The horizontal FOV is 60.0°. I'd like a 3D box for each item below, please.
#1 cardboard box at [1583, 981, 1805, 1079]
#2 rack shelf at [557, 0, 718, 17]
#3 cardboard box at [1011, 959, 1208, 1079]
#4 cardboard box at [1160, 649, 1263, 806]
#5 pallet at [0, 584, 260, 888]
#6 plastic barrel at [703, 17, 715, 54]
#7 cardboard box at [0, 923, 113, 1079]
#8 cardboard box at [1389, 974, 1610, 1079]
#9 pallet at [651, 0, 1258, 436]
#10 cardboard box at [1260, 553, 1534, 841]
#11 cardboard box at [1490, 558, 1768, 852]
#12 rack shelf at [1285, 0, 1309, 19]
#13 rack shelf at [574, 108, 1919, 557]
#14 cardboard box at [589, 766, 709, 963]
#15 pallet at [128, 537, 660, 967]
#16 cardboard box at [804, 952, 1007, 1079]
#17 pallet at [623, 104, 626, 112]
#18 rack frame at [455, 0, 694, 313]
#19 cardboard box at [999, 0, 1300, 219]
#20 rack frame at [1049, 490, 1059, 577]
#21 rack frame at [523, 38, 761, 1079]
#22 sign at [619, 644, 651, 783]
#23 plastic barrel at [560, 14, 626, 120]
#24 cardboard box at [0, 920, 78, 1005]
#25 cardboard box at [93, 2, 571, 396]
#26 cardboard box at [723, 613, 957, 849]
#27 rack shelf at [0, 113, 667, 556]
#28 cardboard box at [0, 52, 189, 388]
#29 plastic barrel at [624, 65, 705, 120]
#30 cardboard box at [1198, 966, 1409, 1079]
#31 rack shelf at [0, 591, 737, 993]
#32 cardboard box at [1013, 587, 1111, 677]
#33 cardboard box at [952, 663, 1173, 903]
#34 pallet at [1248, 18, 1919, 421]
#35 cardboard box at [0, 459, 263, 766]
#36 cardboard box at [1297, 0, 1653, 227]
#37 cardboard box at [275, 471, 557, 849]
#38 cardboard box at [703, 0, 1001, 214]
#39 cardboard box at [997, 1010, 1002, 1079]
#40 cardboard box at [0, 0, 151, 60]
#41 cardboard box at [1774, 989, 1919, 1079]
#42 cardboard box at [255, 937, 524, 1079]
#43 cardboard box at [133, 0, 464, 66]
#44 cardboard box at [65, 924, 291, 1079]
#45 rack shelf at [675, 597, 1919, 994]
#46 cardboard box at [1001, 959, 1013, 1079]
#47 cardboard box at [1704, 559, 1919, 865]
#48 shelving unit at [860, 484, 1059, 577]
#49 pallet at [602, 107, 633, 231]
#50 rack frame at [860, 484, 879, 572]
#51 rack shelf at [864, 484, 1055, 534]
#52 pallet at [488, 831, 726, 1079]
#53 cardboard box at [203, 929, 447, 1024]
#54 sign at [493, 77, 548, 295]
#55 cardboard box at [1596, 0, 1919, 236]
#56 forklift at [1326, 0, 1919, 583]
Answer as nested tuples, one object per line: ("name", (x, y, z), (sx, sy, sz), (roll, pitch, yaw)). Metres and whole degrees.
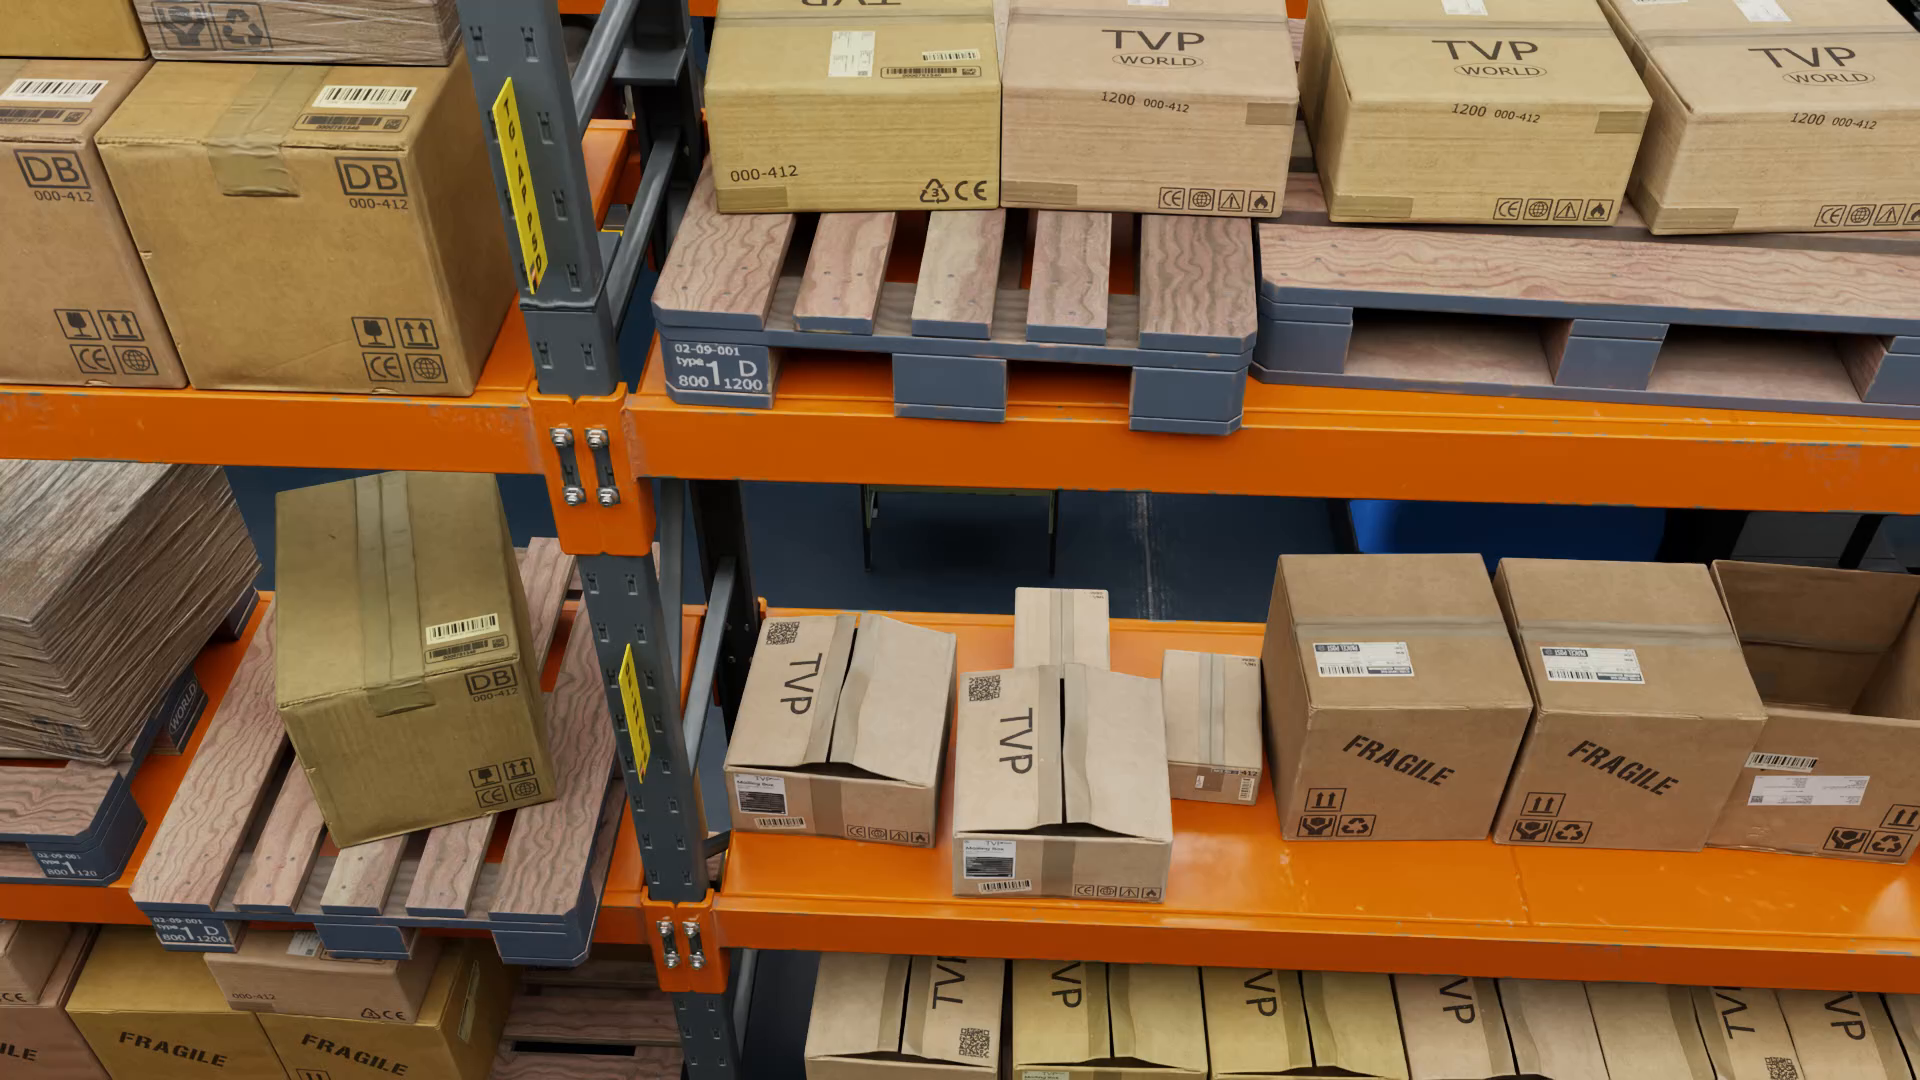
("cardboard box", (1.916, 1.303, 4.448), (0.500, 0.311, 0.500), (2, 43, 2))
("rack shelf", (-2.415, -2.792, 8.074), (4.000, 0.370, 1.077), (2, 43, 2))
("cardboard box", (0.391, 1.253, 4.502), (0.500, 0.311, 0.500), (1, 43, 1))
("cardboard box", (0.632, 0.472, 4.227), (0.250, 0.149, 0.380), (5, 43, 5))
("pallet", (-2.587, 0.393, 4.269), (1.213, 0.211, 1.003), (2, 43, 2))
("plastic barrel", (-0.907, -2.357, 8.363), (0.708, 0.830, 0.600), (2, 43, 2))
("cardboard box", (-2.630, 1.236, 4.734), (0.500, 0.500, 0.500), (0, 43, 0))
("cardboard box", (1.414, 1.285, 4.467), (0.500, 0.311, 0.500), (1, 43, 1))
("pallet", (0.038, -0.689, 3.227), (1.003, 0.211, 1.213), (4, 43, 4))
("cardboard box", (1.033, 0.383, 4.065), (0.500, 0.500, 0.500), (0, 43, 0))
("cardboard box", (1.559, 0.399, 4.048), (0.500, 0.500, 0.500), (2, 43, 2))
("rack shelf", (1.581, -2.669, 7.942), (4.000, 0.370, 1.077), (2, 43, 2))
("rack shelf", (1.354, -0.394, 3.299), (4.000, 0.370, 1.077), (2, 43, 2))
("cardboard box", (-1.086, 0.924, 5.068), (0.500, 0.500, 0.500), (3, 43, 4))
("pallet", (-1.324, 0.476, 4.179), (1.003, 0.211, 1.213), (2, 43, 2))
("cardboard box", (-0.134, 1.242, 4.514), (0.500, 0.311, 0.500), (3, 43, 3))
("pallet", (-2.422, -2.009, 8.751), (1.213, 0.211, 1.003), (2, 43, 2))
("rack frame", (-0.644, -1.816, 2.098), (0.127, 3.000, 1.000), (2, 43, 2))
("cardboard box", (0.336, -0.838, 3.050), (0.500, 0.250, 0.500), (3, 43, 3))
("rack frame", (0.372, -0.537, 6.226), (0.023, 1.500, 0.400), (2, 43, 2))
("rack frame", (-0.644, 0.379, 4.143), (0.127, 3.000, 1.000), (2, 43, 2))
("sign", (-0.659, 0.354, 3.378), (0.005, 0.325, 0.100), (2, 43, 2))
("plastic barrel", (-2.035, -2.303, 8.483), (0.708, 0.588, 0.600), (2, 43, 2))
("cardboard box", (-2.668, 0.962, 4.478), (0.500, 0.250, 0.500), (1, 43, 1))
("cardboard box", (-1.081, -0.746, 3.076), (0.500, 0.500, 0.910), (2, 43, 2))
("cardboard box", (-0.283, 0.453, 4.129), (0.500, 0.311, 0.500), (4, 43, 5))
("rack shelf", (-2.642, -0.517, 3.431), (4.000, 0.370, 1.077), (2, 43, 2))
("cardboard box", (-1.591, -0.761, 3.093), (0.500, 0.500, 0.910), (2, 43, 2))
("plastic barrel", (-1.475, -2.197, 8.425), (0.421, 0.512, 0.421), (0, 43, 0))
("cardboard box", (0.900, 1.270, 4.484), (0.500, 0.311, 0.500), (1, 43, 1))
("rack shelf", (-2.642, 0.581, 4.454), (4.000, 0.370, 1.077), (2, 43, 2))
("cardboard box", (0.267, 0.310, 4.400), (0.250, 0.149, 0.380), (2, 43, 2))
("cardboard box", (0.241, 0.571, 4.002), (0.500, 0.311, 0.500), (1, 43, 1))
("pallet", (1.155, -0.657, 3.193), (1.213, 0.211, 1.003), (4, 43, 4))
("cardboard box", (-2.183, 0.088, 4.073), (0.500, 0.500, 0.700), (9, 44, 10))
("cardboard box", (0.907, -0.813, 3.023), (0.500, 0.250, 0.500), (1, 43, 1))
("cardboard box", (-1.278, 0.246, 3.904), (0.500, 0.500, 0.700), (-12, 44, -12))
("cardboard box", (-0.188, -0.842, 3.054), (0.500, 0.250, 0.500), (-1, 43, -1))
("cardboard box", (-0.134, 1.448, 4.705), (0.500, 0.250, 0.500), (2, 43, 2))
("cardboard box", (-1.589, -1.154, 2.781), (0.500, 0.500, 0.500), (2, 43, 2))
("cardboard box", (2.414, 1.320, 4.430), (0.500, 0.311, 0.500), (3, 43, 3))
("cardboard box", (-1.589, 1.264, 4.704), (0.500, 0.500, 0.500), (3, 43, 4))
("cardboard box", (-1.080, -1.139, 2.764), (0.500, 0.500, 0.500), (2, 43, 2))
("cardboard box", (-2.106, 1.248, 4.721), (0.500, 0.500, 0.500), (0, 43, 0))
("rack shelf", (1.354, 0.704, 4.322), (4.000, 0.370, 1.077), (2, 43, 2))
("cardboard box", (0.368, 1.462, 4.689), (0.500, 0.250, 0.500), (1, 43, 1))
("cardboard box", (2.059, 0.414, 4.031), (0.500, 0.500, 0.500), (5, 43, 5))
("shelving unit", (0.007, -0.549, 6.239), (0.755, 1.500, 0.431), (2, 43, 2))
("pallet", (-1.207, -1.969, 8.709), (1.213, 0.211, 1.003), (2, 43, 2))
("rack frame", (-0.359, -0.560, 6.251), (0.023, 1.500, 0.400), (2, 43, 2))
("rack shelf", (0.007, -0.310, 6.461), (0.720, 0.370, 0.431), (2, 43, 2))
("pallet", (-1.388, 1.351, 5.145), (1.213, 0.211, 1.003), (2, 43, 2))
("cardboard box", (-1.645, 0.991, 4.447), (0.500, 0.250, 0.500), (3, 43, 4))
("sign", (-0.671, -0.538, 2.547), (0.005, 0.325, 0.100), (2, 43, 2))
("cardboard box", (1.445, -0.795, 3.004), (0.500, 0.250, 0.500), (-2, 43, -2))
("forklift", (3.014, -1.055, 5.732), (3.031, 2.935, 1.130), (1, 43, 1))
